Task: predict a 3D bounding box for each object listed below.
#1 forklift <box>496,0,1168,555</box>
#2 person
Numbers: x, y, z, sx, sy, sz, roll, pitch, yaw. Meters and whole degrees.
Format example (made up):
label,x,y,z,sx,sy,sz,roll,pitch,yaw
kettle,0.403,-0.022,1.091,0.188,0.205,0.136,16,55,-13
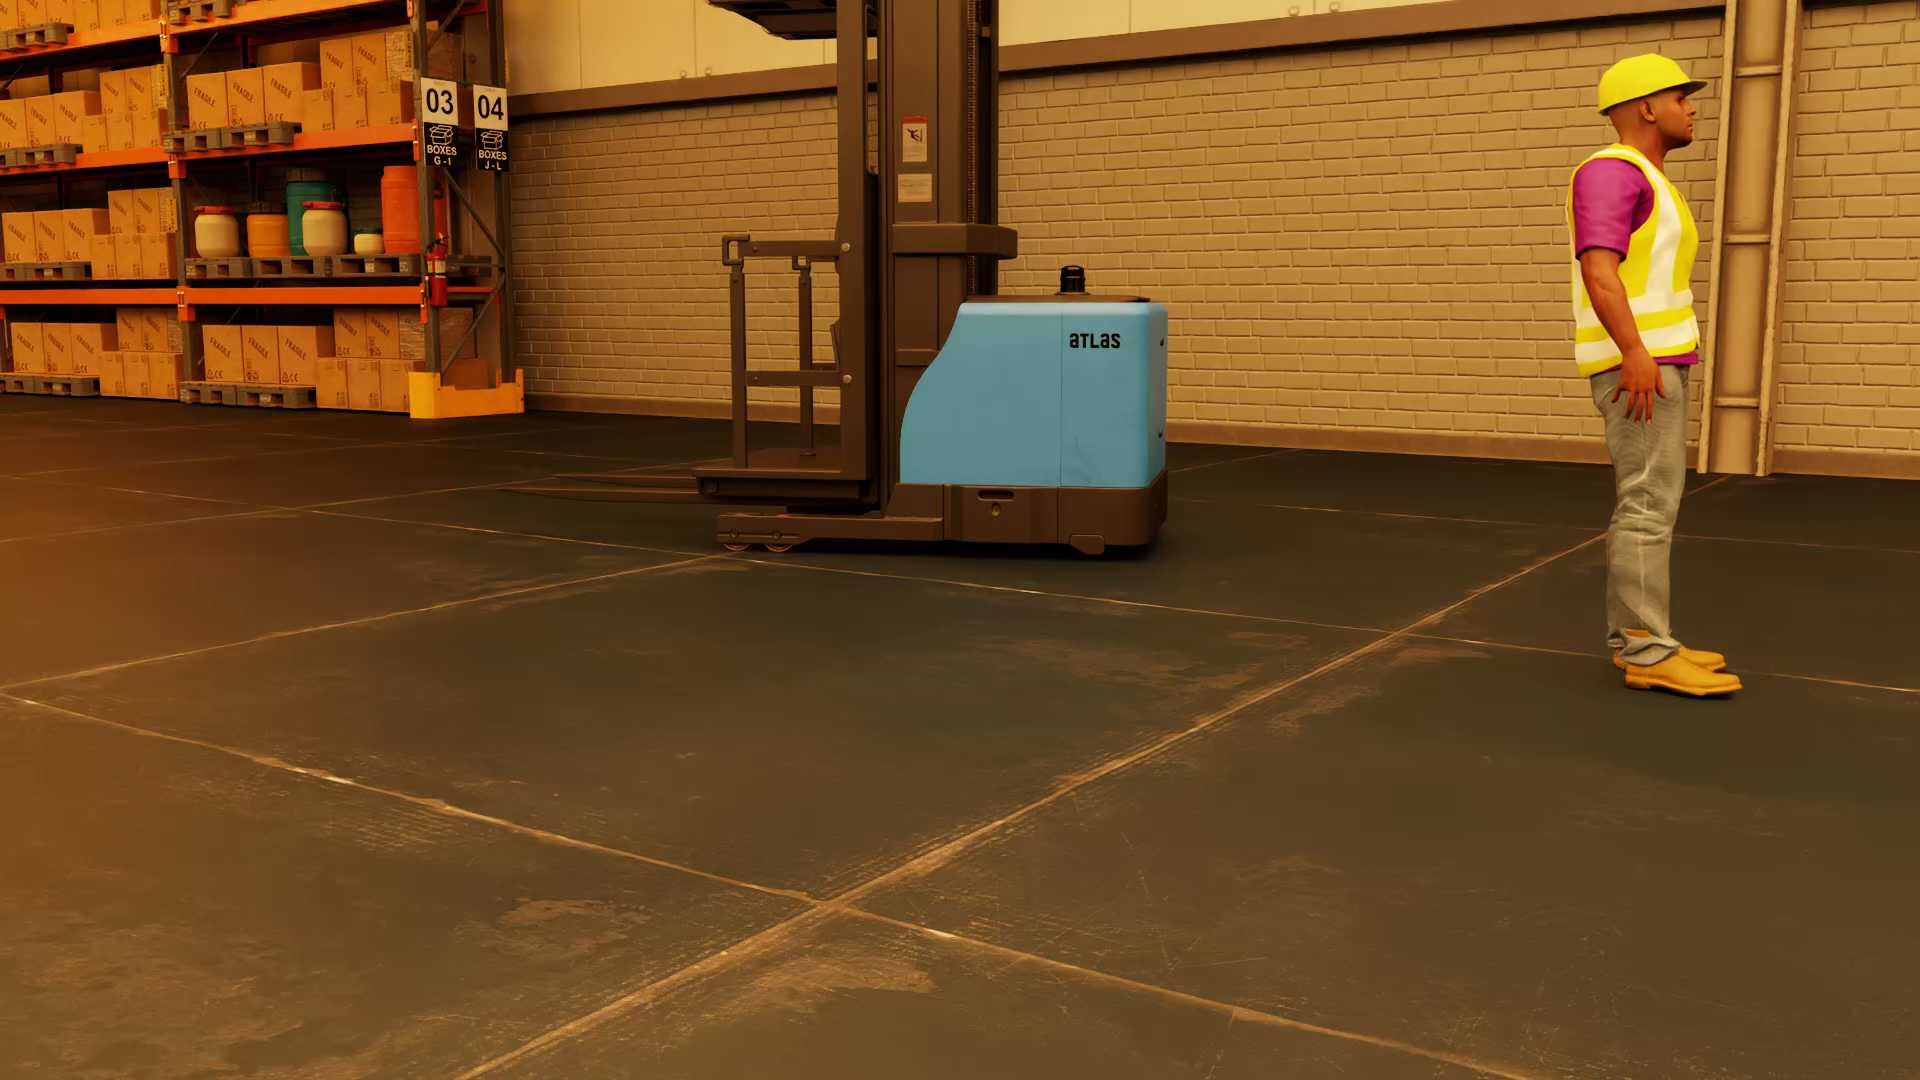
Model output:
label,x,y,z,sx,sy,sz,roll,pitch,yaw
forklift,-0.596,-1.469,7.520,3.031,2.935,1.130,2,8,12
person,2.016,-0.489,4.749,0.549,1.770,0.664,5,9,31
